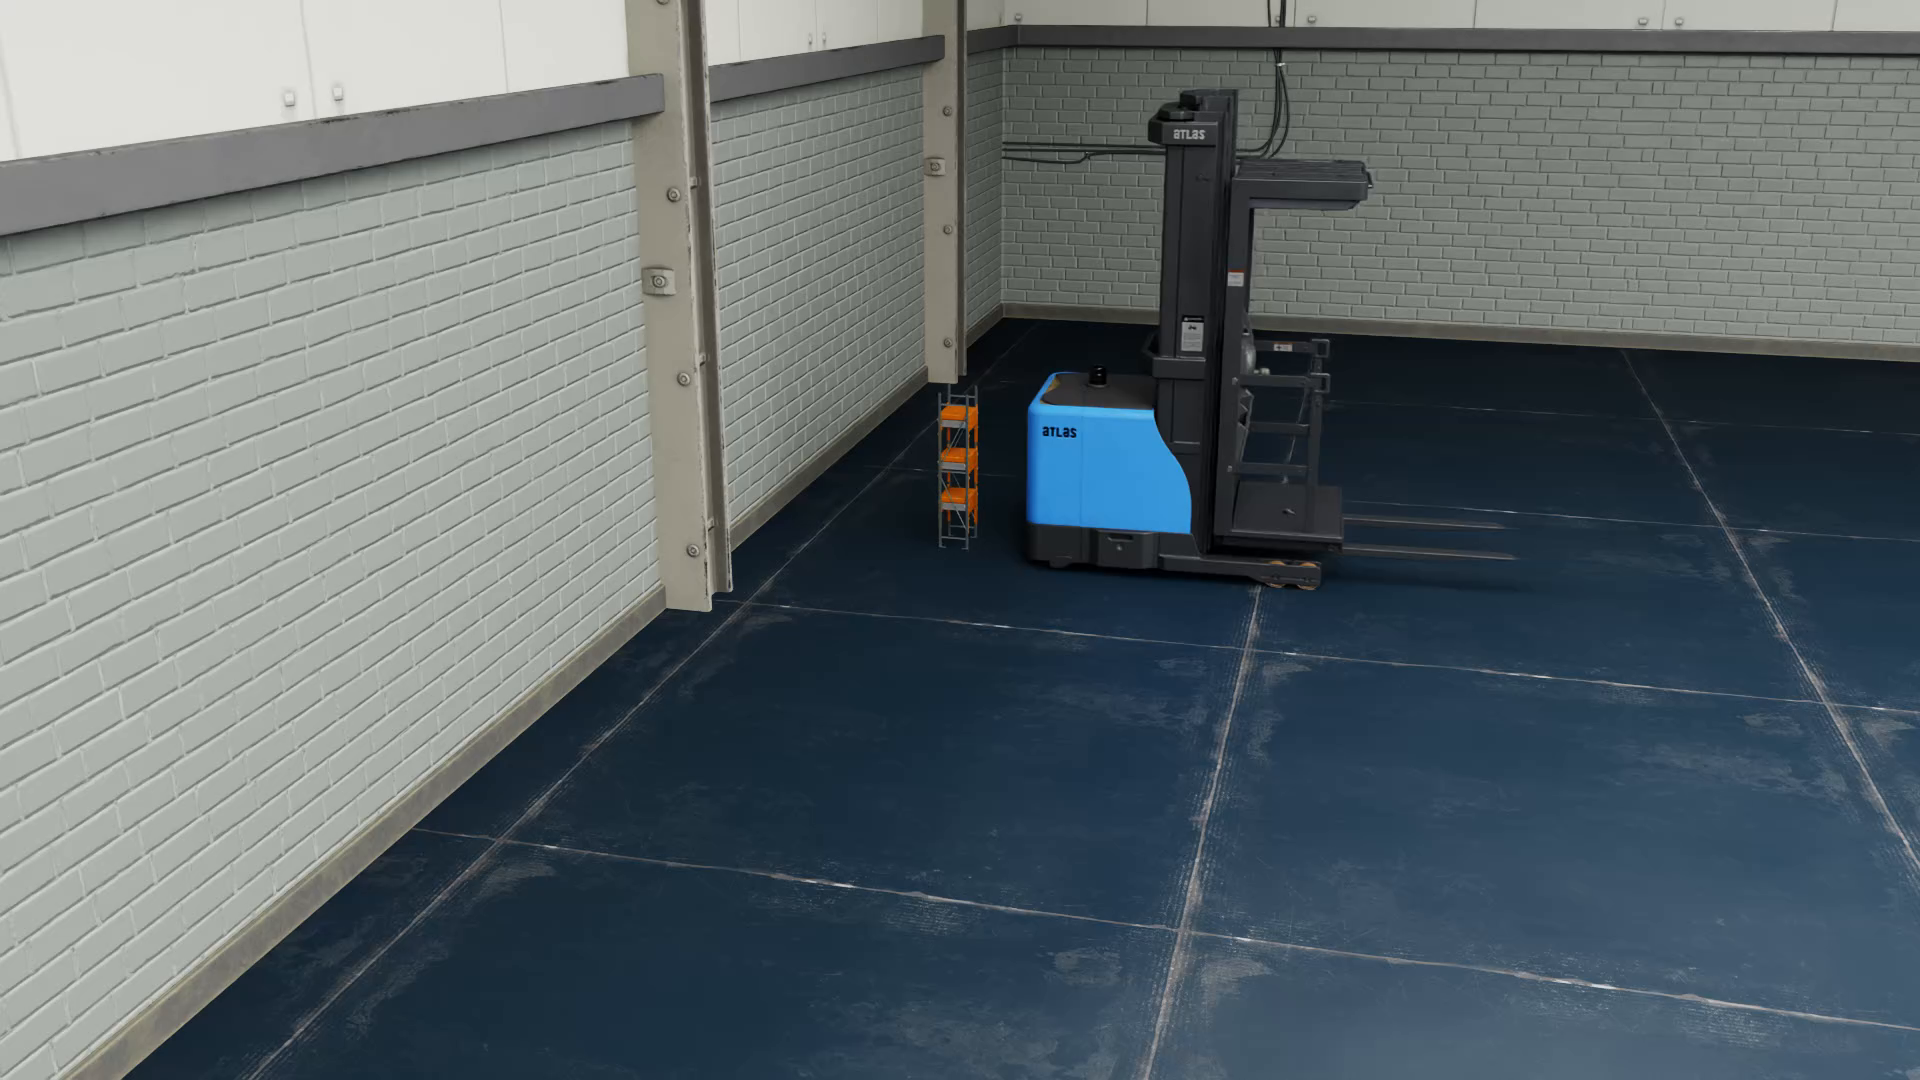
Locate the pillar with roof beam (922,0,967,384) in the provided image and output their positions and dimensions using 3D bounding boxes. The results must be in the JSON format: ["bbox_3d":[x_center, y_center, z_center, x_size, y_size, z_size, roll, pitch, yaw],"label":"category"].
[{"bbox_3d":[4.039,-5.443,13.202,9.100,9.000,0.400,5,19,13],"label":"pillar with roof beam"}]

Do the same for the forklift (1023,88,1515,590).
[{"bbox_3d":[1.978,-1.265,10.355,3.031,2.935,1.130,4,19,11],"label":"forklift"}]

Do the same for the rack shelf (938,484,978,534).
[{"bbox_3d":[-0.013,-0.207,11.062,0.215,0.259,0.240,5,19,13],"label":"rack shelf"}]

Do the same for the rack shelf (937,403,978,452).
[{"bbox_3d":[-0.013,-0.739,10.880,0.215,0.259,0.240,5,19,13],"label":"rack shelf"}]

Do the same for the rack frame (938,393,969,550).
[{"bbox_3d":[-0.043,-0.442,10.857,0.200,1.050,0.008,5,19,13],"label":"rack frame"}]

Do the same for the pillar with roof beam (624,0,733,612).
[{"bbox_3d":[2.573,-3.563,7.697,9.100,9.000,0.400,5,19,13],"label":"pillar with roof beam"}]

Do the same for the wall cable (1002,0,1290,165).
[{"bbox_3d":[1.867,-5.133,17.097,3.097,2.526,0.112,5,19,13],"label":"wall cable"}]

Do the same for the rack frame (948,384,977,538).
[{"bbox_3d":[0.017,-0.518,11.081,0.200,1.050,0.008,5,19,13],"label":"rack frame"}]

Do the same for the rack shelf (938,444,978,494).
[{"bbox_3d":[-0.013,-0.470,10.972,0.215,0.259,0.240,5,19,13],"label":"rack shelf"}]

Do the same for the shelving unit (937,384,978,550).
[{"bbox_3d":[-0.013,-0.480,10.969,0.215,1.050,0.252,5,19,13],"label":"shelving unit"}]
